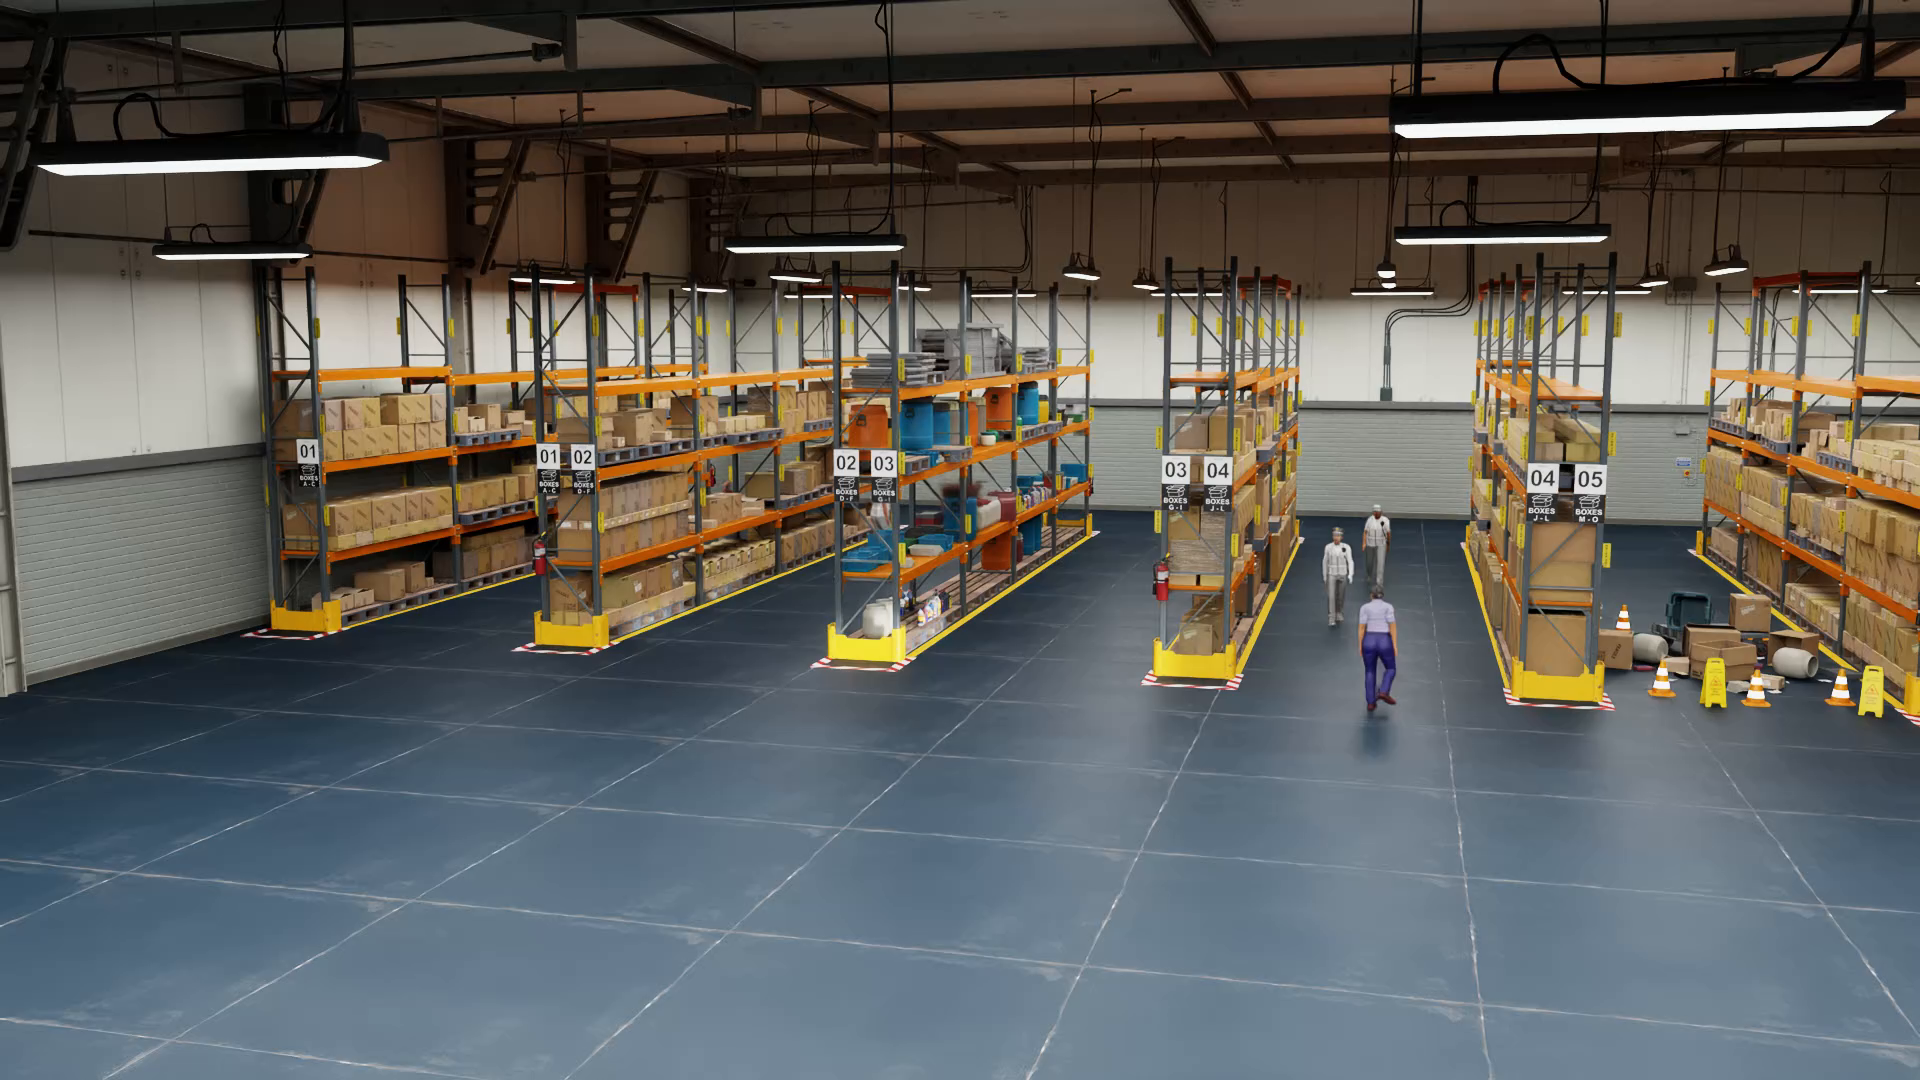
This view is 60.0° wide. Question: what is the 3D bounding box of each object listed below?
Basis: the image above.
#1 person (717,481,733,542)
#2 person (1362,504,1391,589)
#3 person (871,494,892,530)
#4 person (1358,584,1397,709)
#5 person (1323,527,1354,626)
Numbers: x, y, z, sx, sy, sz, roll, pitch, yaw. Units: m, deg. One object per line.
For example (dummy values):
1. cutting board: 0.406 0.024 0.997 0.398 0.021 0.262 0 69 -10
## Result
1. person: -5.104 -0.459 36.400 0.619 1.664 1.067 2 7 12
2. person: 8.097 0.094 32.321 0.529 1.598 1.043 2 7 14
3. person: -1.788 -0.511 36.655 0.516 1.755 0.573 -5 9 -35
4. person: 5.520 1.408 21.966 0.528 1.636 0.462 3 8 24
5. person: 6.404 0.601 28.150 0.512 1.637 0.966 1 7 10
